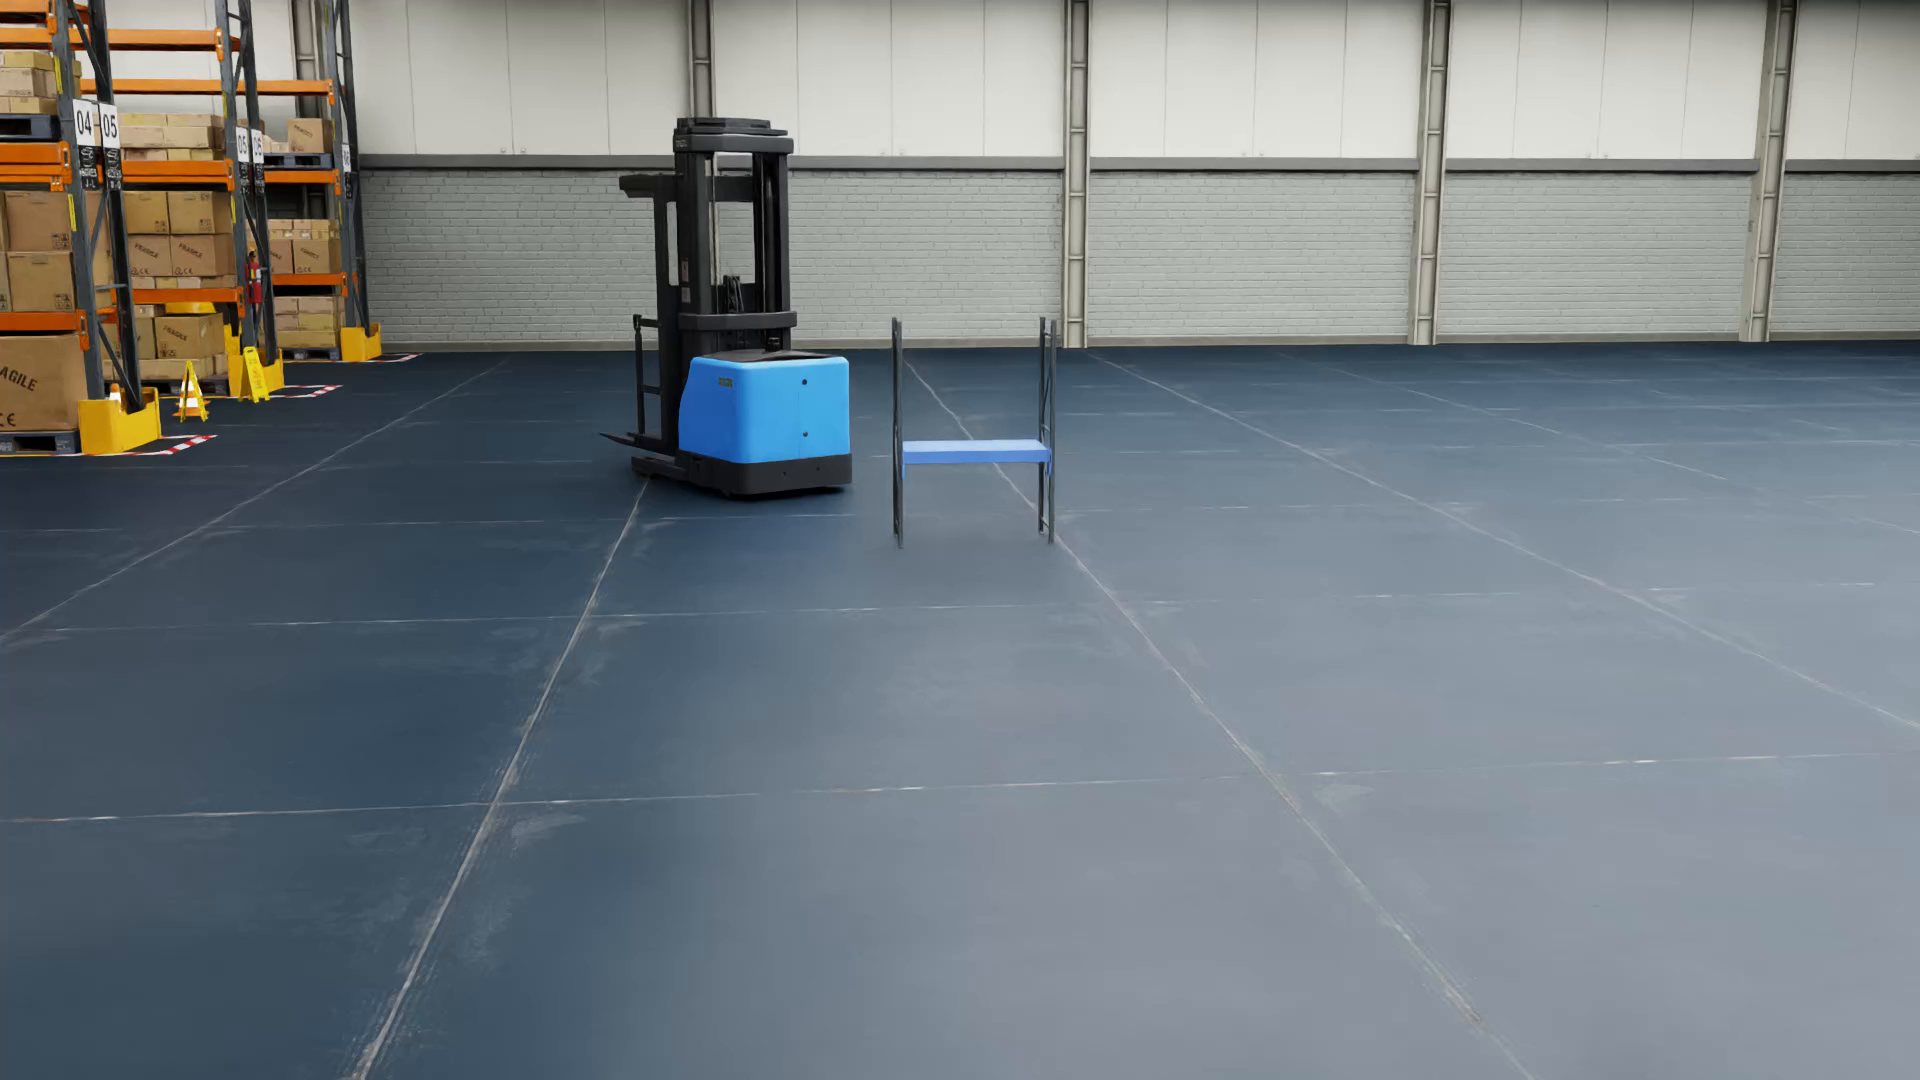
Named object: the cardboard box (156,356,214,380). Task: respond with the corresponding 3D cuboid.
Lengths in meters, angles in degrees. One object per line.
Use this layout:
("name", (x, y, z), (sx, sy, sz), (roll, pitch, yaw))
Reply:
("cardboard box", (-9.501, -2.114, 20.385), (0.500, 0.250, 0.500), (-1, 11, -6))

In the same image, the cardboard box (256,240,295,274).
("cardboard box", (-10.220, -4.257, 24.989), (0.500, 0.500, 0.500), (-1, 11, -4))

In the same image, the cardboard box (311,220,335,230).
("cardboard box", (-9.576, -4.743, 25.008), (0.250, 0.149, 0.380), (-1, 11, -6))

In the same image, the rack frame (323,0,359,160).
("rack frame", (-9.242, -7.222, 24.774), (0.127, 3.000, 1.000), (-1, 11, -6))

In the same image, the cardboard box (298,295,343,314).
("cardboard box", (-9.666, -3.556, 25.128), (0.500, 0.250, 0.500), (-1, 11, -4))

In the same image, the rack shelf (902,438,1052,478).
("rack shelf", (0.085, -0.561, 11.267), (1.000, 0.185, 0.538), (-1, 11, -6))

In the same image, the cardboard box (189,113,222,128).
("cardboard box", (-9.007, -5.002, 19.845), (0.250, 0.149, 0.380), (-1, 11, -6))

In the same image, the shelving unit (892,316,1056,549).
("shelving unit", (0.085, -0.738, 11.232), (1.048, 1.500, 0.538), (-1, 11, -6))

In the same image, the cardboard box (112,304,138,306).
("cardboard box", (-10.079, -2.777, 20.134), (0.250, 0.149, 0.380), (-1, 11, -5))

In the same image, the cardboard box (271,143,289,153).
("cardboard box", (-10.033, -5.806, 24.653), (0.250, 0.149, 0.380), (-2, 11, -8))

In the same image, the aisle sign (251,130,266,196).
("aisle sign", (-8.674, -4.663, 20.569), (0.004, 0.787, 0.394), (-1, 11, -6))

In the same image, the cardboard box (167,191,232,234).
("cardboard box", (-9.187, -3.959, 20.109), (0.500, 0.500, 0.700), (-1, 11, -7))

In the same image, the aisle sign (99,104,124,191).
("aisle sign", (-8.029, -3.714, 15.743), (0.004, 0.787, 0.394), (-1, 11, -6))

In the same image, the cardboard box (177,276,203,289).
("cardboard box", (-9.291, -3.128, 20.152), (0.250, 0.149, 0.380), (-1, 11, -7))

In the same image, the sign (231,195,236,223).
("sign", (-8.663, -3.943, 19.825), (0.005, 0.325, 0.100), (-1, 11, -6))

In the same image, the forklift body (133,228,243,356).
("forklift body", (-10.931, -3.472, 23.454), (1.214, 2.155, 2.313), (-1, 11, -6))

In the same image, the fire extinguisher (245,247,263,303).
("fire extinguisher", (-8.539, -3.202, 20.081), (0.183, 0.674, 0.296), (-1, 11, -6))

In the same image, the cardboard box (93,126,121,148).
("cardboard box", (-10.198, -4.786, 19.779), (0.500, 0.250, 0.500), (-1, 11, -4))

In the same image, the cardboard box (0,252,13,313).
("cardboard box", (-8.976, -2.421, 15.516), (0.550, 0.550, 0.875), (-1, 11, -6))

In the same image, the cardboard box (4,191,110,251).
("cardboard box", (-8.441, -2.982, 15.573), (0.550, 0.550, 0.875), (-1, 11, -6))

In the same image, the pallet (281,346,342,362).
("pallet", (-9.998, -2.886, 25.500), (1.213, 0.211, 1.003), (-1, 11, -6))

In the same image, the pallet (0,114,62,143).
("pallet", (-8.804, -3.790, 15.324), (1.213, 0.211, 1.003), (-1, 11, -6))

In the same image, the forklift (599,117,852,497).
("forklift", (-2.141, -2.004, 13.962), (1.130, 2.935, 3.031), (-8, 14, -35))

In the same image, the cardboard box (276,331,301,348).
("cardboard box", (-10.171, -3.056, 25.176), (0.500, 0.250, 0.500), (-1, 11, -6))

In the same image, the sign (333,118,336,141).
("sign", (-9.198, -6.041, 24.455), (0.005, 0.325, 0.100), (-1, 11, -6))

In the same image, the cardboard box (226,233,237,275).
("cardboard box", (-9.203, -3.565, 20.693), (0.500, 0.500, 0.500), (-1, 11, -7))

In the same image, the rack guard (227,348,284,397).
("rack guard", (-8.778, -2.098, 20.744), (0.348, 0.500, 1.175), (-1, 11, -6))

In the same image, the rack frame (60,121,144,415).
("rack frame", (-8.068, -2.379, 15.693), (0.127, 3.000, 1.000), (-1, 11, -6))

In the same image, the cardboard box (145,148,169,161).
("cardboard box", (-9.539, -4.603, 19.882), (0.250, 0.149, 0.380), (-1, 11, -4))

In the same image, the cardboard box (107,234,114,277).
("cardboard box", (-10.209, -3.438, 20.048), (0.500, 0.500, 0.500), (-1, 11, -6))

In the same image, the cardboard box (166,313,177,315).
("cardboard box", (-10.077, -2.575, 20.785), (0.500, 0.500, 0.500), (-2, 11, -8))

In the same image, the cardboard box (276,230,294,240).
("cardboard box", (-10.072, -4.580, 24.947), (0.250, 0.149, 0.380), (-1, 11, -5))

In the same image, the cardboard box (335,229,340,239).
("cardboard box", (-9.608, -4.688, 25.498), (0.250, 0.149, 0.380), (-1, 11, -8))

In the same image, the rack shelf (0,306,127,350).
("rack shelf", (-10.056, -1.984, 15.551), (4.000, 0.370, 1.077), (-1, 11, -6))

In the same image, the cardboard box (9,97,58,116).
("cardboard box", (-8.362, -3.911, 15.012), (0.250, 0.149, 0.380), (-1, 11, -6))

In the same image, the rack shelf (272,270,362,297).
("rack shelf", (-11.231, -3.883, 25.210), (4.000, 0.370, 1.077), (-1, 11, -6))

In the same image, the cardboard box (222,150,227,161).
("cardboard box", (-9.067, -4.730, 20.528), (0.250, 0.149, 0.380), (-1, 11, -6))

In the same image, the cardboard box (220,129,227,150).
("cardboard box", (-9.231, -4.911, 20.414), (0.500, 0.250, 0.500), (-1, 11, -7))

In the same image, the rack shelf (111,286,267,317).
("rack shelf", (-10.691, -2.932, 20.369), (4.000, 0.370, 1.077), (-1, 11, -6))

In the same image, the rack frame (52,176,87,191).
("rack frame", (-13.219, -4.195, 24.929), (0.127, 3.000, 1.000), (-1, 11, -6))

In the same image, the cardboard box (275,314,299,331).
("cardboard box", (-10.192, -3.302, 25.130), (0.500, 0.250, 0.500), (-1, 11, -7))

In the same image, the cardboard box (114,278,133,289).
("cardboard box", (-10.071, -3.137, 20.199), (0.250, 0.149, 0.380), (-1, 11, -5))

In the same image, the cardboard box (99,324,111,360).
("cardboard box", (-10.492, -2.464, 20.219), (0.500, 0.500, 0.500), (-1, 11, -7))

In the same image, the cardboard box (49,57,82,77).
("cardboard box", (-8.434, -4.428, 15.576), (0.250, 0.149, 0.380), (-1, 11, -5))

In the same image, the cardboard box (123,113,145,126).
("cardboard box", (-9.777, -5.000, 19.834), (0.250, 0.149, 0.380), (-1, 11, -6))

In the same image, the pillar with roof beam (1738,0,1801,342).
("pillar with roof beam", (14.293, -7.054, 23.923), (0.400, 9.000, 9.100), (-1, 11, -6))

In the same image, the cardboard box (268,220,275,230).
("cardboard box", (-10.330, -4.731, 24.944), (0.250, 0.149, 0.380), (-1, 11, -6))

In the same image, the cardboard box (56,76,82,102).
("cardboard box", (-8.575, -4.218, 15.539), (0.500, 0.250, 0.500), (-1, 11, -6))

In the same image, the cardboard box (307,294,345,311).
("cardboard box", (-9.741, -3.652, 25.615), (0.500, 0.250, 0.500), (-1, 11, -7))

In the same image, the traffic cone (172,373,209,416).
("traffic cone", (-8.533, -1.619, 18.405), (0.334, 0.463, 0.336), (-1, 11, -6))
